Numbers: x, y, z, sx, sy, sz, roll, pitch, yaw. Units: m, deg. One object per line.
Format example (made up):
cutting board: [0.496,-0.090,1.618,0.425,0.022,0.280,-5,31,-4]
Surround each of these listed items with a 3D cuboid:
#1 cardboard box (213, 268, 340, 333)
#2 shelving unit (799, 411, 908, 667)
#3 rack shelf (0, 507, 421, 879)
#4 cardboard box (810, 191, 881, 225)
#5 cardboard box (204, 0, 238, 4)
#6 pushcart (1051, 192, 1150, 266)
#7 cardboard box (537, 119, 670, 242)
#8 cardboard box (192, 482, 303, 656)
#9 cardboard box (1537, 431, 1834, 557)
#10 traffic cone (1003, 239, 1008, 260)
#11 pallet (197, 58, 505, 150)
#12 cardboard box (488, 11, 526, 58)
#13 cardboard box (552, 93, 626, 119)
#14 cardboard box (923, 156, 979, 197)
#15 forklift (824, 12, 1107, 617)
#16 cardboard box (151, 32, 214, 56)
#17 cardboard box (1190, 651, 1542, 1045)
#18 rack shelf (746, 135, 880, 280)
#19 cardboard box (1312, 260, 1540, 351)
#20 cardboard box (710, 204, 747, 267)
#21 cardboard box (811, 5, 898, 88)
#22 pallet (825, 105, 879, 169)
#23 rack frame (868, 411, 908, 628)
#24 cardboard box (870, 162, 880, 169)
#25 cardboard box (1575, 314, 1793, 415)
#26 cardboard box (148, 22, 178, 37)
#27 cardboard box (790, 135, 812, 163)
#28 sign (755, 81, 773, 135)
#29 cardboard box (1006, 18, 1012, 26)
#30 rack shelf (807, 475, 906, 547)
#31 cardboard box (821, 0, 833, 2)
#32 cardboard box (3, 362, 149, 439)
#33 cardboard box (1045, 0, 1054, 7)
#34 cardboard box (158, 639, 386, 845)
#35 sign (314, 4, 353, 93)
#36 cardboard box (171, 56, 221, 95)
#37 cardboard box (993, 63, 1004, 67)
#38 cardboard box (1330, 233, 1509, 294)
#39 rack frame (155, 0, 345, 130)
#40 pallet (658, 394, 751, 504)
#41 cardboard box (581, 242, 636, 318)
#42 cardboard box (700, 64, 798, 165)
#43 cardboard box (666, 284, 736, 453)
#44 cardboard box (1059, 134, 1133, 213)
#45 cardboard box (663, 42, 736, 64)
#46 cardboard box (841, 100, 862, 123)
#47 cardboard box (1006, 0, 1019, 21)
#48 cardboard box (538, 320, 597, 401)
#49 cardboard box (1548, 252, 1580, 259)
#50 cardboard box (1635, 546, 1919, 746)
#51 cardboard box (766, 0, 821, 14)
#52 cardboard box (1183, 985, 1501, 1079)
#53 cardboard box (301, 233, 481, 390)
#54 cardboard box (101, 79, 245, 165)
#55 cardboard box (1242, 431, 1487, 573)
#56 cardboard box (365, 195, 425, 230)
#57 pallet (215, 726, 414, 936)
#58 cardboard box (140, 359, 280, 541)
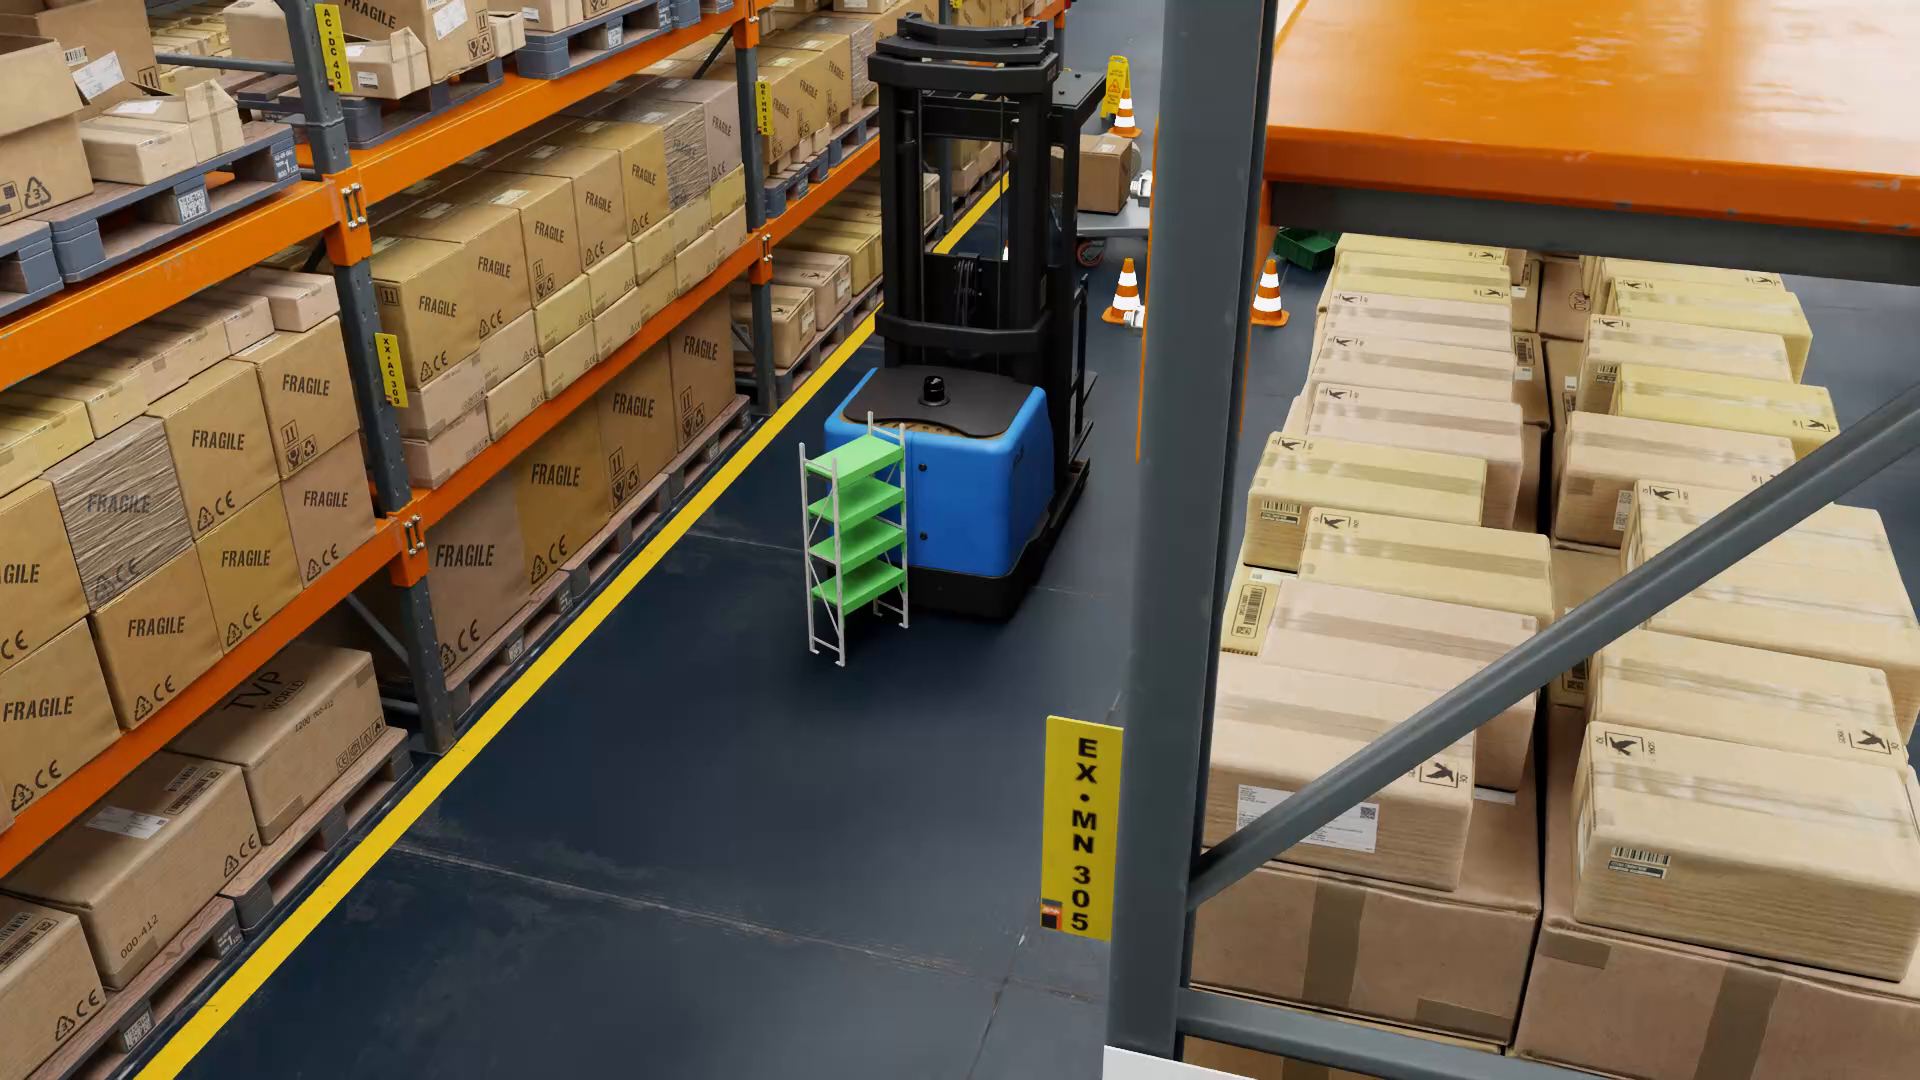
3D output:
cardboard box: [-2.699,-0.951,6.575,0.380,0.149,0.250,8,30,14]
shelving unit: [-0.531,-0.001,8.517,0.258,1.200,0.503,23,36,35]
rack shelf: [-3.499,0.869,5.843,1.077,0.370,4.000,8,30,15]
cardboard box: [-0.924,-2.549,13.518,0.950,0.372,0.625,10,31,18]
cardboard box: [-6.043,-4.409,13.820,0.380,0.149,0.250,8,30,14]
pushcart: [1.630,-2.645,14.116,1.648,0.377,0.936,-1,29,-3]
cardboard box: [-1.935,-1.968,9.070,0.500,0.500,0.500,9,30,15]
cardboard box: [-2.950,0.073,6.430,0.500,0.500,0.500,8,30,14]
cardboard box: [1.364,0.037,3.153,0.500,0.250,0.500,9,30,15]
traffic cone: [0.410,-2.208,13.244,0.336,0.463,0.334,8,30,15]
pallet: [-2.690,-2.035,7.435,0.805,0.209,1.217,7,30,13]
cardboard box: [-2.206,-2.305,7.532,0.380,0.166,0.250,6,30,11]
cardboard box: [-2.253,-2.288,9.647,0.500,0.500,0.500,9,30,15]
cardboard box: [-0.133,-3.311,15.012,0.500,0.250,0.500,7,30,13]
forklift: [0.179,-1.574,9.565,1.130,2.935,3.031,8,30,14]
cardboard box: [-5.917,-3.744,12.625,0.380,0.149,0.250,9,30,15]
cardboard box: [0.567,0.429,2.448,0.500,0.250,0.500,8,30,13]
rack shelf: [-1.151,-2.849,12.526,1.077,0.370,4.000,8,30,15]
cardboard box: [1.167,-0.527,4.167,0.500,0.250,0.500,9,30,16]
cardboard box: [-1.639,-1.896,10.228,0.500,0.250,0.500,7,30,13]
cardboard box: [-0.782,-3.733,12.534,0.500,0.500,0.500,10,30,17]
pallet: [-1.196,-3.076,12.391,1.003,0.211,1.213,8,30,15]
rack frame: [-0.373,-0.091,8.680,0.240,1.200,0.015,23,36,35]
cardboard box: [-0.648,-3.388,15.151,0.500,0.250,0.500,10,31,17]
cardboard box: [1.472,-0.330,3.403,0.380,0.149,0.250,10,30,17]
cardboard box: [-6.322,-3.931,12.961,0.380,0.149,0.250,8,30,15]
cardboard box: [-1.226,-2.679,11.308,0.380,0.149,0.250,7,30,12]
sign: [-1.207,-2.662,10.259,0.100,0.325,0.005,8,30,15]
cardboard box: [0.267,-4.798,15.548,0.380,0.149,0.250,8,30,15]
rack shelf: [-0.531,-0.155,8.432,0.258,0.148,0.480,23,36,35]
cardboard box: [-1.122,-4.040,13.087,0.500,0.500,0.500,9,30,15]
cardboard box: [-3.058,-0.488,5.742,0.380,0.149,0.250,8,30,14]
cardboard box: [0.736,-5.504,16.817,0.380,0.149,0.250,8,30,14]
cardboard box: [-3.199,0.837,7.363,0.875,0.438,0.875,8,30,14]
sign: [-2.381,-1.868,6.324,0.100,0.325,0.005,8,30,15]
cardboard box: [-5.973,-3.497,12.591,0.500,0.250,0.500,9,30,16]
cardboard box: [0.186,-4.336,15.416,0.380,0.149,0.250,10,31,18]
cardboard box: [1.101,-0.649,3.976,0.380,0.149,0.250,10,31,17]
rack frame: [-2.912,-2.997,5.880,1.000,3.000,0.127,8,30,15]
pallet: [-2.042,-0.660,10.719,1.003,0.211,1.213,8,30,15]
cardboard box: [-2.067,-1.405,8.829,0.500,0.250,0.500,8,30,13]
cardboard box: [-1.385,-2.767,10.798,0.500,0.500,0.500,8,30,13]
cardboard box: [-2.020,-1.180,10.539,0.875,0.875,0.875,8,30,14]
cardboard box: [1.146,-3.091,14.014,0.500,0.500,0.500,8,30,15]
cardboard box: [-1.729,-3.084,11.367,0.500,0.500,0.500,8,30,14]
cardboard box: [-0.944,-3.176,12.201,0.380,0.149,0.250,9,30,16]
cardboard box: [0.246,-5.137,15.490,0.500,0.500,0.500,9,30,15]
cardboard box: [-2.215,-0.953,8.532,0.500,0.250,0.500,8,30,14]
cardboard box: [1.730,-0.820,4.283,0.380,0.149,0.250,10,30,17]
cardboard box: [1.229,0.155,2.529,0.380,0.149,0.250,8,30,15]
cardboard box: [-1.261,-4.046,12.429,0.380,0.149,0.250,10,31,18]
cardboard box: [0.556,0.649,2.567,0.500,0.250,0.500,8,30,14]
cardboard box: [-2.508,-1.019,7.365,0.500,0.500,0.500,9,30,15]
cardboard box: [-2.794,-1.512,5.900,0.396,0.266,0.258,9,30,16]
cardboard box: [0.706,-0.050,2.898,0.380,0.149,0.250,9,30,16]
cardboard box: [-2.876,-1.341,7.943,0.500,0.500,0.500,9,30,16]
pallet: [-3.210,1.186,7.402,1.003,0.211,1.213,8,30,15]
cardboard box: [-2.944,-0.362,6.185,0.500,0.500,0.500,8,30,14]
